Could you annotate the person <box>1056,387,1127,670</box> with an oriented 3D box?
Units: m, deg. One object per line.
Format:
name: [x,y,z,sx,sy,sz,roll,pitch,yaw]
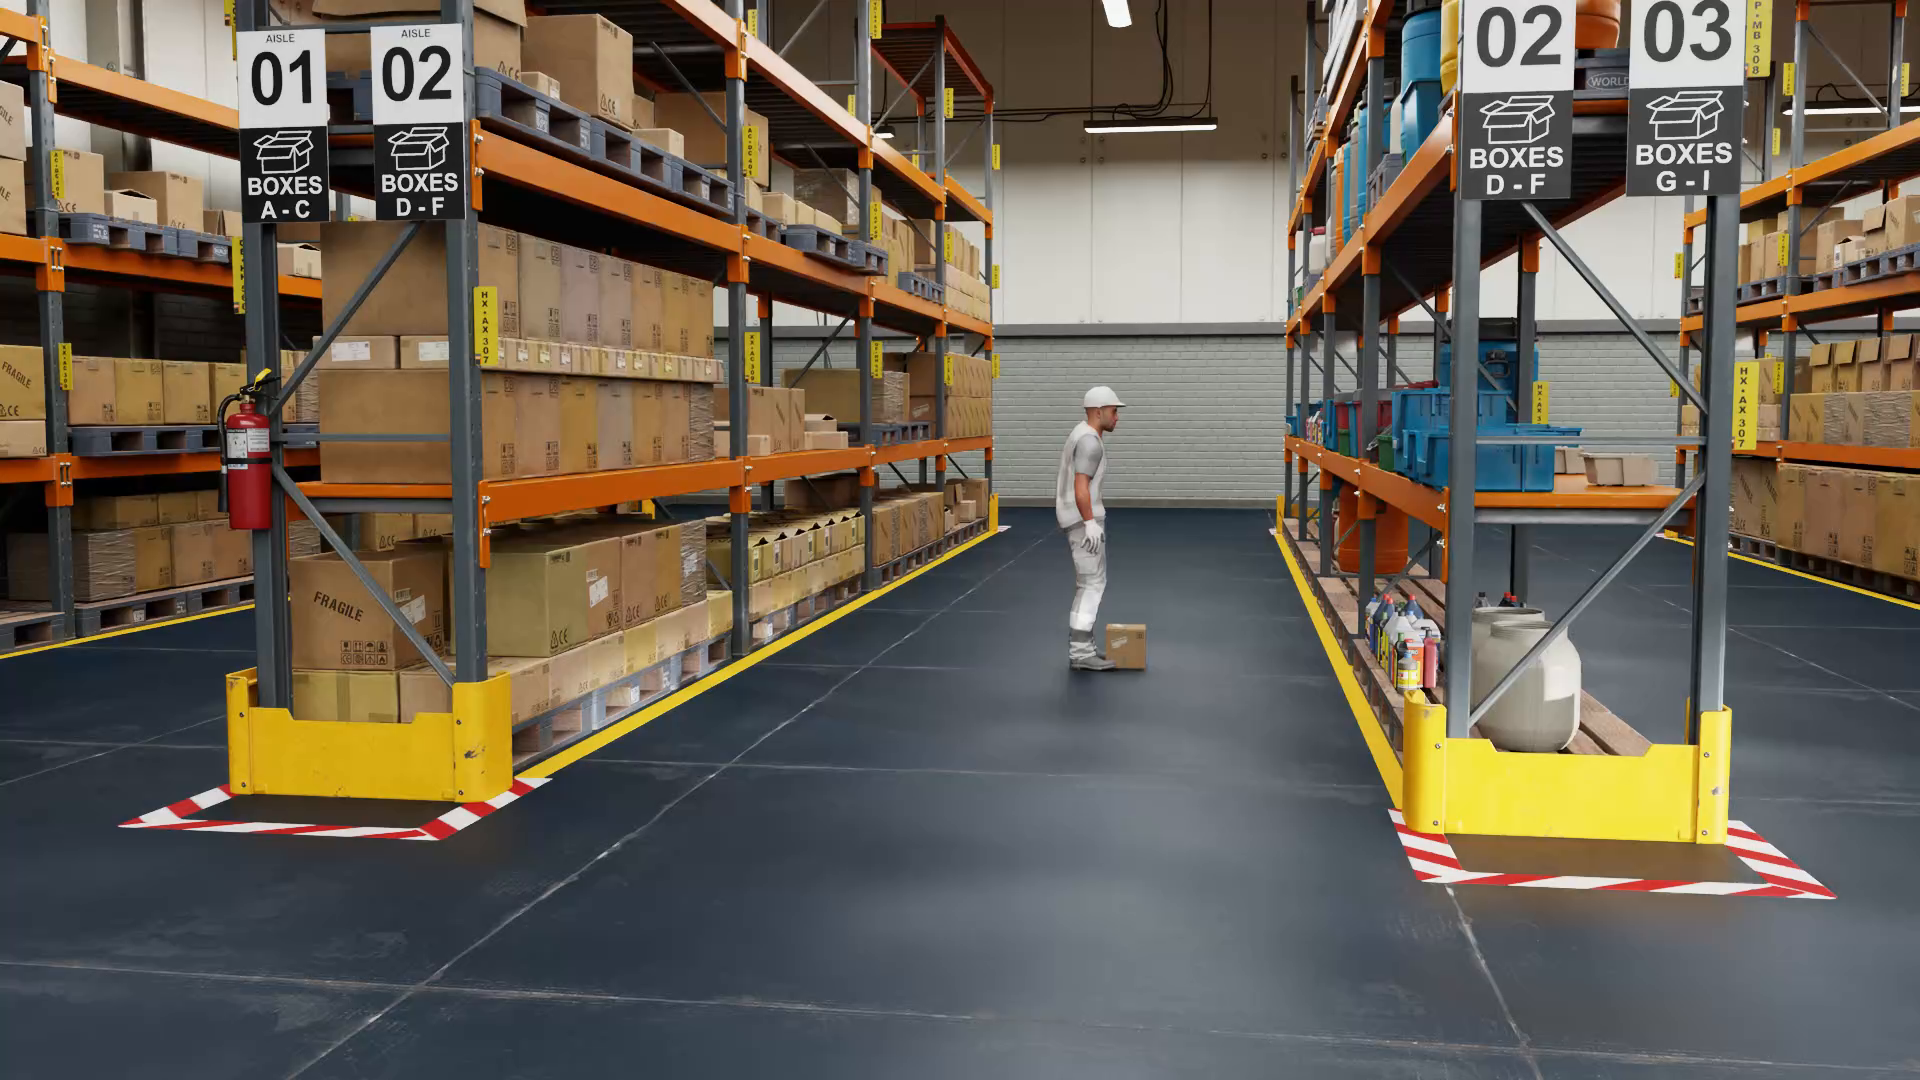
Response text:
person: [0.833,-0.085,10.588,0.451,1.778,0.583,0,4,5]
